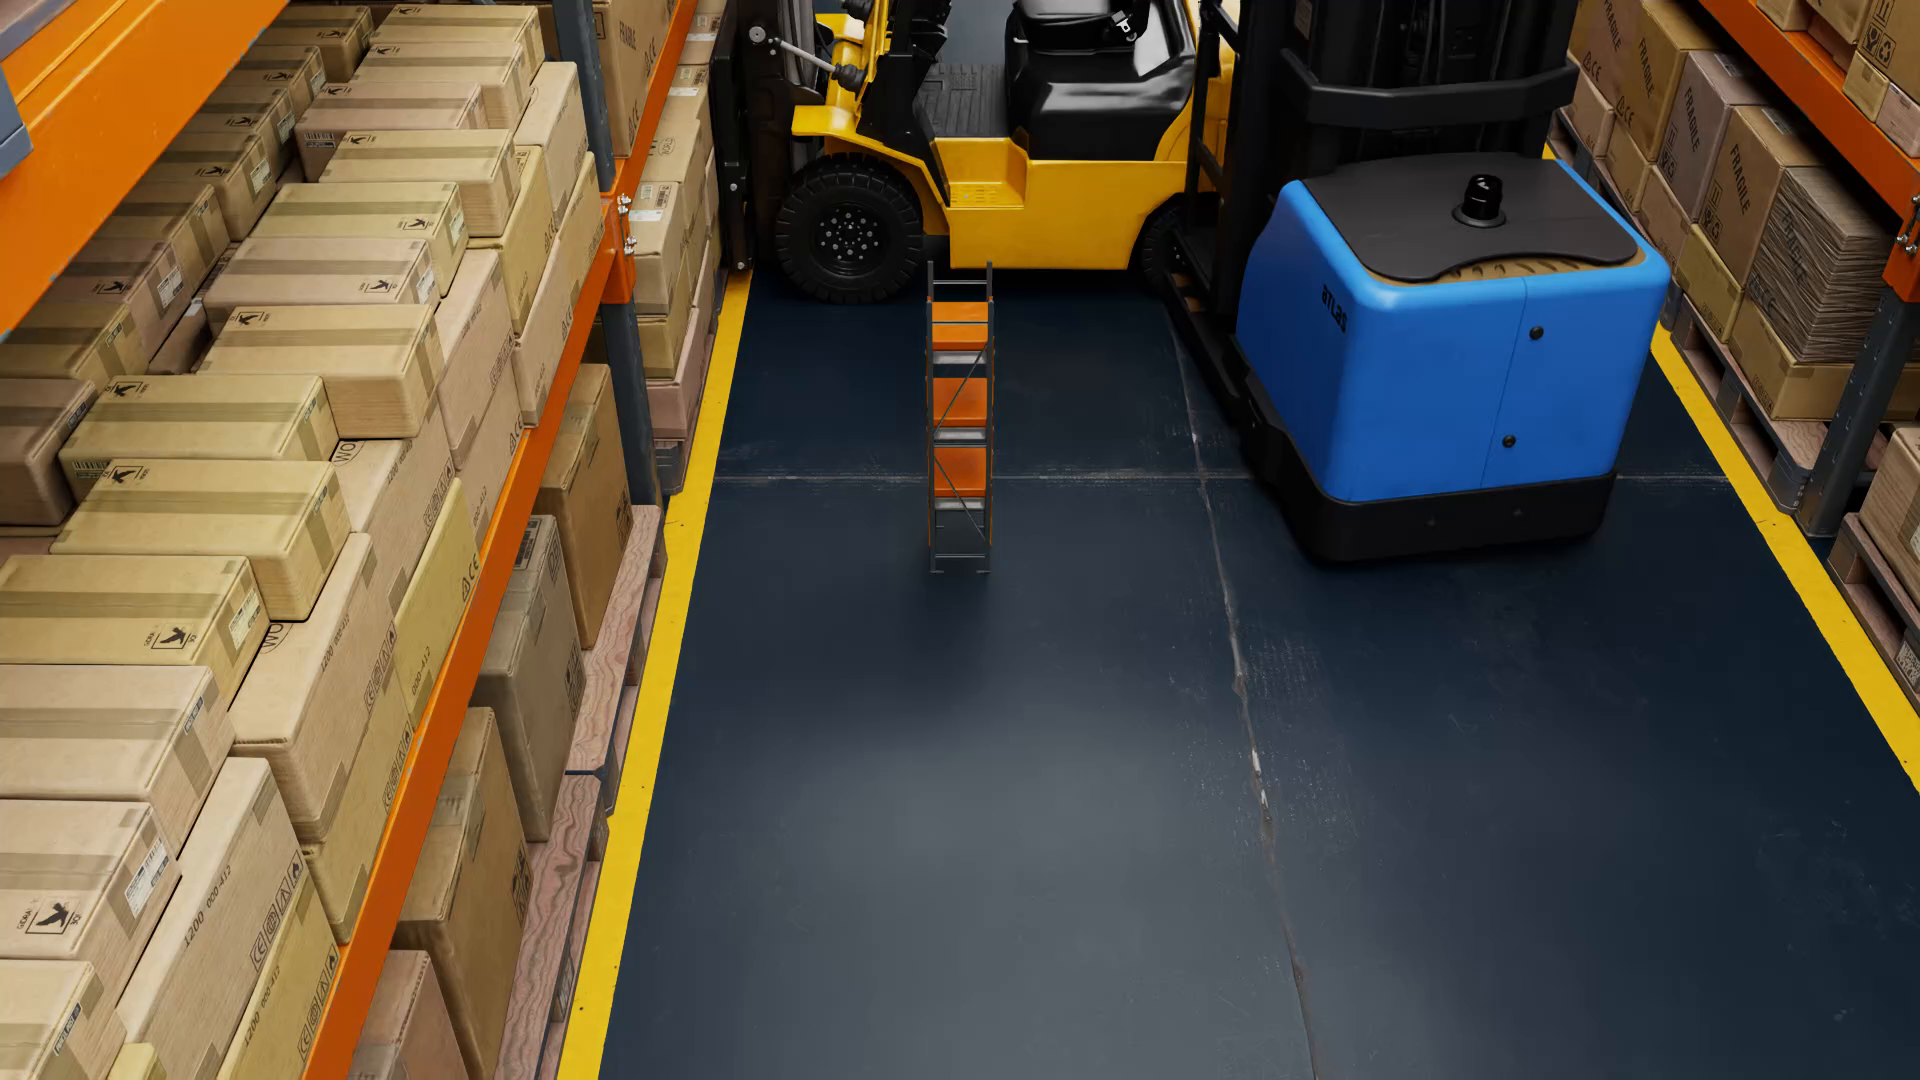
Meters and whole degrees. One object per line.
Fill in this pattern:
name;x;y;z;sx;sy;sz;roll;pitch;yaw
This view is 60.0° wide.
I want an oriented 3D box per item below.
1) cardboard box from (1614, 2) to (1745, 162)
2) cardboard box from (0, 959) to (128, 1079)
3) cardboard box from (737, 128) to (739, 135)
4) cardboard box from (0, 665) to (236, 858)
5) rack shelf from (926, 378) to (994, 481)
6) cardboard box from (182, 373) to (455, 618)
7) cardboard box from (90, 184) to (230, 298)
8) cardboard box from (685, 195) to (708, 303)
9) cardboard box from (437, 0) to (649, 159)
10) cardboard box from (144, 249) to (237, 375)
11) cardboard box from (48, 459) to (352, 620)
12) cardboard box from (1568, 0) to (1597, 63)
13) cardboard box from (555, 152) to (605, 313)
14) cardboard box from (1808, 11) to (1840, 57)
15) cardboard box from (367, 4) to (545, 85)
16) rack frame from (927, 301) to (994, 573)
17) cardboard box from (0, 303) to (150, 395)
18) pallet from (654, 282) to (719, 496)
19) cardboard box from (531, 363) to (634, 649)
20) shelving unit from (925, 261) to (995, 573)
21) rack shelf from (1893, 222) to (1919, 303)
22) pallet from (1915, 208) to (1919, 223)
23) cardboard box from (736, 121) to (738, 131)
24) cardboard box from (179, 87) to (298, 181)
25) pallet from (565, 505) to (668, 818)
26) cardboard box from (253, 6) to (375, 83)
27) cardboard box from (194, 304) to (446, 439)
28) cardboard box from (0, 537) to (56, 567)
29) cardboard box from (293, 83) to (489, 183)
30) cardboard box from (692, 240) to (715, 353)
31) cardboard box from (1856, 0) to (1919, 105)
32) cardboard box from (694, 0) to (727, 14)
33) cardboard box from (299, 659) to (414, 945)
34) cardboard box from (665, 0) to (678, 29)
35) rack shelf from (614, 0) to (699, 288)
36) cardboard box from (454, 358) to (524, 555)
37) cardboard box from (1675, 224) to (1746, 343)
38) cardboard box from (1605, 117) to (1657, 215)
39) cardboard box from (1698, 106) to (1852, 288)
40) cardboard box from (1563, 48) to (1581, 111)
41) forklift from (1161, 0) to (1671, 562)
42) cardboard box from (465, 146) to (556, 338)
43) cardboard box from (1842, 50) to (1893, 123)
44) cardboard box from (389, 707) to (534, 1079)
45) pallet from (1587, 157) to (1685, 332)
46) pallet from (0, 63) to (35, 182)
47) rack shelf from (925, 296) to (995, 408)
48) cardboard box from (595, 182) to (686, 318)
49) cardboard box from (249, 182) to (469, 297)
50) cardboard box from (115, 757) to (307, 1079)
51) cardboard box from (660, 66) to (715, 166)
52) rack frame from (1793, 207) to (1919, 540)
cardboard box;3.146;-1.936;7.031;0.500;0.500;0.500;1;39;1
cardboard box;-1.238;0.637;1.958;0.380;0.149;0.250;1;39;1
cardboard box;-1.217;-1.556;7.156;0.500;0.250;0.500;1;39;1
cardboard box;-1.277;0.313;2.362;0.380;0.149;0.250;0;39;0
rack shelf;0.000;-0.368;5.387;0.215;0.259;0.240;0;39;0
cardboard box;-1.294;-0.078;3.169;0.500;0.250;0.500;0;39;1
cardboard box;-1.806;-0.638;3.549;0.380;0.149;0.250;0;39;0
cardboard box;-1.229;-1.109;6.199;0.500;0.250;0.500;0;39;0
cardboard box;-1.274;-1.522;5.171;0.500;0.500;0.500;-1;39;-1
cardboard box;-1.811;-0.389;3.557;0.500;0.250;0.500;-1;39;-1
cardboard box;-1.248;-0.003;2.756;0.380;0.149;0.250;1;39;1
cardboard box;3.149;-2.577;7.830;0.500;0.500;0.500;-1;39;-2
cardboard box;-1.273;-0.832;4.510;0.500;0.250;0.500;1;39;1
cardboard box;3.208;-1.789;5.785;0.380;0.149;0.250;-1;39;-1
cardboard box;-1.313;-1.284;4.355;0.380;0.149;0.250;1;39;2
rack frame;0.000;-0.300;5.285;0.200;1.050;0.008;0;39;0
cardboard box;-1.794;-0.324;3.157;0.380;0.149;0.250;0;39;0
pallet;-1.494;-0.615;6.348;1.003;0.211;1.213;0;39;0
cardboard box;-1.523;-0.117;5.060;0.875;0.625;0.625;2;39;2
shelving unit;0.000;-0.376;5.380;0.215;1.050;0.252;0;39;0
rack shelf;3.431;0.320;3.527;1.077;0.370;4.000;0;39;0
pallet;3.284;-0.659;4.327;1.003;0.211;1.213;0;39;0
cardboard box;-1.218;-1.740;6.985;0.500;0.250;0.500;0;39;0
cardboard box;-1.802;-0.954;3.943;0.380;0.149;0.250;0;39;0
pallet;-1.495;0.343;5.153;1.003;0.211;1.213;0;39;0
cardboard box;-1.749;-1.278;4.347;0.380;0.149;0.250;-1;39;-1
cardboard box;-1.204;-0.320;3.151;0.380;0.149;0.250;-1;39;-1
cardboard box;-1.809;0.245;2.765;0.500;0.250;0.500;0;39;0
cardboard box;-1.347;-0.970;3.963;0.380;0.149;0.250;0;39;0
cardboard box;-1.221;-0.917;6.358;0.500;0.250;0.500;-1;39;-1
cardboard box;3.179;-1.644;5.085;0.500;0.500;0.500;-1;39;-1
cardboard box;-1.210;-2.266;7.242;0.500;0.250;0.500;0;39;1
cardboard box;-1.290;0.440;2.922;0.500;0.250;0.500;-1;39;-2
cardboard box;-1.293;-2.165;5.973;0.500;0.500;0.500;0;39;0
rack shelf;-1.537;-2.176;6.641;1.077;0.370;4.000;0;39;0
cardboard box;-1.297;-0.207;3.730;0.500;0.250;0.500;0;39;0
cardboard box;3.149;-1.005;6.468;0.500;0.250;0.500;-1;39;-1
cardboard box;3.155;-1.639;7.259;0.500;0.250;0.500;2;39;3
cardboard box;3.157;-1.283;6.216;0.500;0.500;0.500;1;39;1
cardboard box;3.148;-2.299;8.083;0.500;0.250;0.500;0;39;0
forklift;1.451;-1.994;5.894;1.130;2.935;3.031;-6;39;-8
cardboard box;-1.271;-0.714;3.962;0.500;0.250;0.500;-1;39;-1
cardboard box;3.116;-1.470;5.387;0.380;0.149;0.250;1;39;1
cardboard box;-1.527;0.839;3.868;0.875;0.625;0.625;-2;39;-2
pallet;3.388;-1.308;7.214;1.003;0.211;1.213;0;39;0
pallet;-1.621;-0.225;1.385;1.213;0.211;1.003;2;39;2
rack shelf;0.000;-0.589;5.209;0.215;0.259;0.240;0;39;0
cardboard box;-1.222;-0.989;5.649;0.500;0.250;0.500;-1;39;-1
cardboard box;-1.276;-0.642;3.553;0.380;0.149;0.250;-1;39;-1
cardboard box;-1.286;0.568;2.362;0.500;0.250;0.500;1;39;1
cardboard box;-1.224;-1.620;6.437;0.500;0.250;0.500;1;39;1
rack frame;3.429;-1.212;4.863;1.000;3.000;0.127;0;39;0
